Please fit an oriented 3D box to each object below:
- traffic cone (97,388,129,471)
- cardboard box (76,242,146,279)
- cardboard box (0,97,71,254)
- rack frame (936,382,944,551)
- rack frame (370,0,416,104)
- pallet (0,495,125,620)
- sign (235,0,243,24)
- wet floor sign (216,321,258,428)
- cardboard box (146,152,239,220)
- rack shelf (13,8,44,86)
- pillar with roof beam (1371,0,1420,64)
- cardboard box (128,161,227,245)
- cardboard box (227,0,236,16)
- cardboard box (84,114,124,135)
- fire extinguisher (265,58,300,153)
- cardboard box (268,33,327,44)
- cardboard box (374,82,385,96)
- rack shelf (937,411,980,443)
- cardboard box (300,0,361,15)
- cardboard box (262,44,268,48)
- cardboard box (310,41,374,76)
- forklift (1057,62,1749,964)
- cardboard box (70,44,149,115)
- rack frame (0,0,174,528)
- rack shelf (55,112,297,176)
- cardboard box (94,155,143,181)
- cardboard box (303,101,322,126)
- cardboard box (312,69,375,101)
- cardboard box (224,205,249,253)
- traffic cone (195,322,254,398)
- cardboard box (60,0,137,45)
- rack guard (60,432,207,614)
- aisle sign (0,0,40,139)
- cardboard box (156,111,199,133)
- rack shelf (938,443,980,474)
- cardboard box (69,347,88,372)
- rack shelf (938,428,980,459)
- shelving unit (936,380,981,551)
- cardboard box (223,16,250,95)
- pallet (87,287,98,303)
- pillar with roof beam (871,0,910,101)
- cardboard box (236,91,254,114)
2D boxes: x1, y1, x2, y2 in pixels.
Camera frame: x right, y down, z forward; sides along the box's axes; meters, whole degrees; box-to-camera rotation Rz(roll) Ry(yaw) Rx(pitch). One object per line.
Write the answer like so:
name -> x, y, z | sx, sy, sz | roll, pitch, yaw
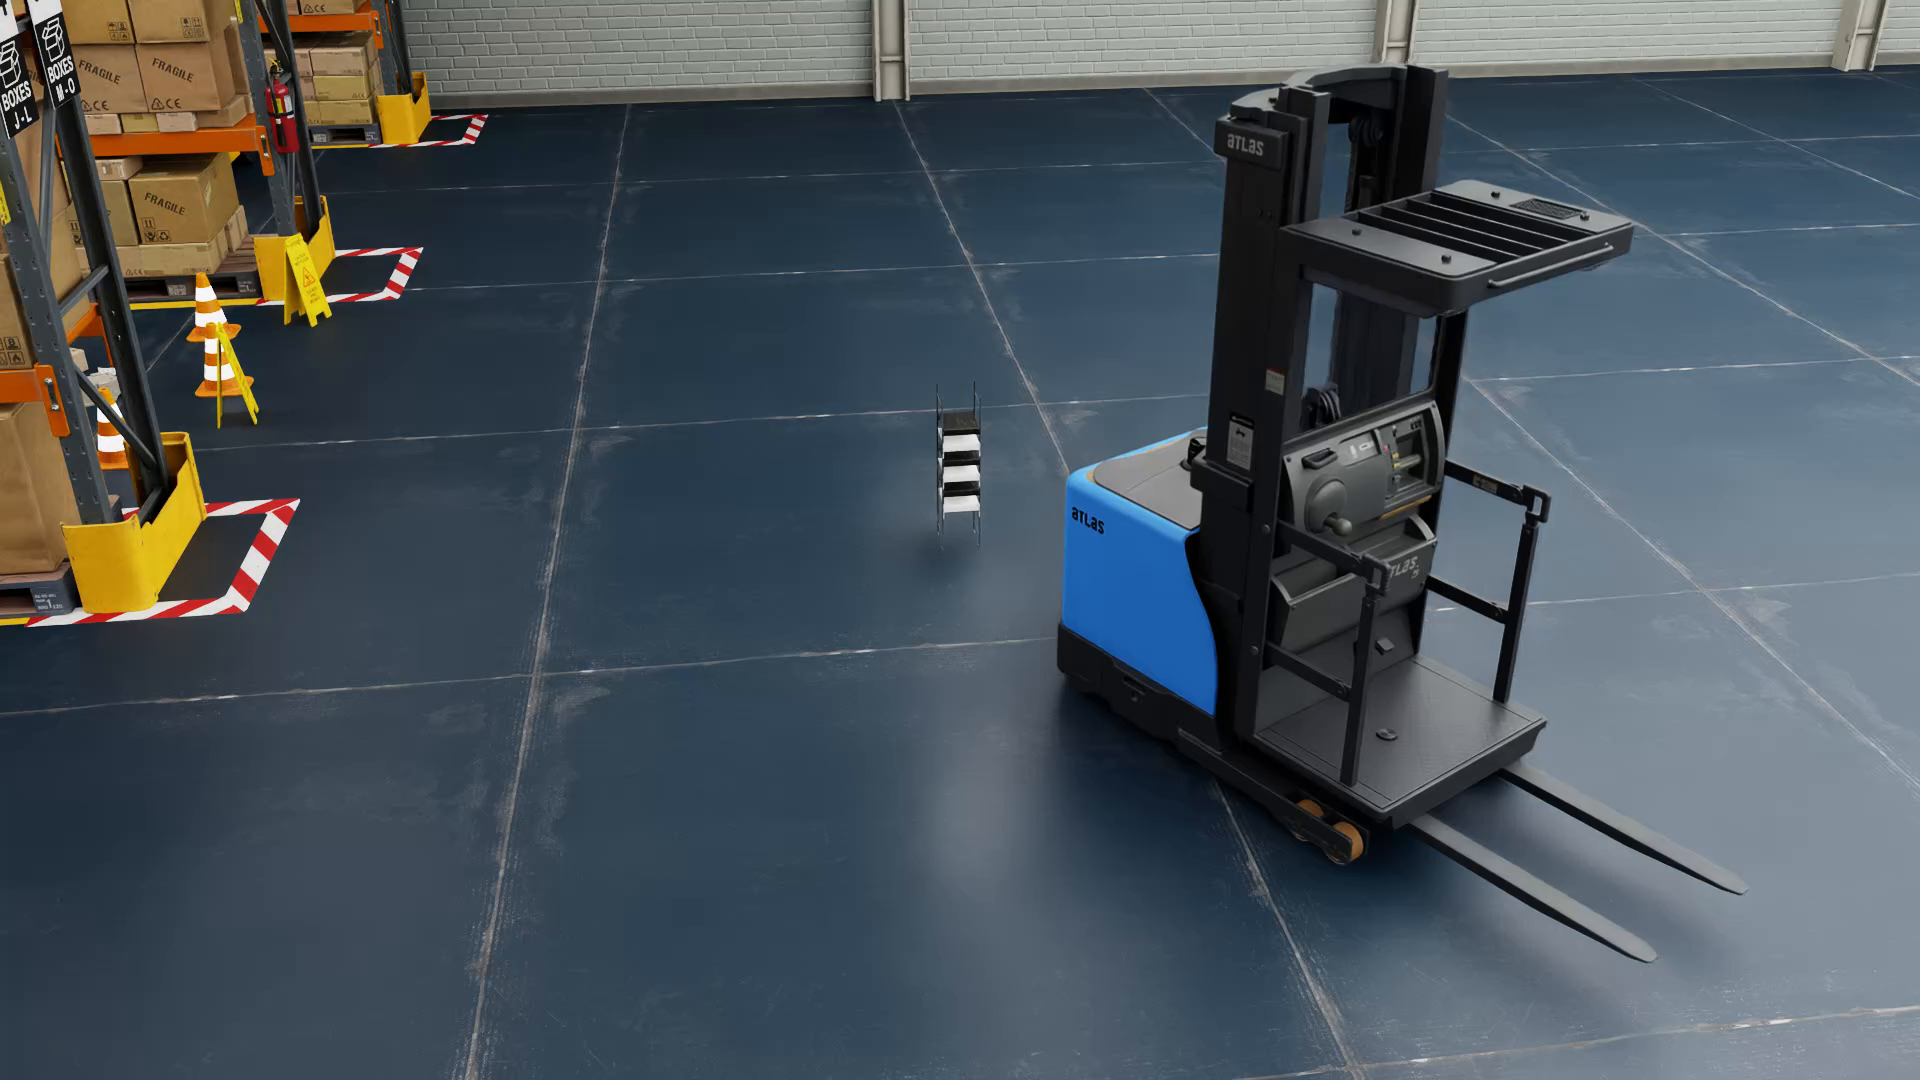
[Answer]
traffic cone -> -5.156, -0.704, 10.114 | 0.334, 0.463, 0.336 | -4, 27, -7
cardboard box -> -6.499, -2.216, 12.836 | 0.500, 0.250, 0.500 | -4, 27, -7
cardboard box -> -4.805, -1.765, 8.057 | 0.550, 0.550, 0.875 | -4, 27, -7
rack frame -> -0.109, -0.393, 9.031 | 0.006, 0.900, 0.240 | -4, 27, -7
rack frame -> -5.917, -5.699, 17.071 | 0.127, 3.000, 1.000 | -4, 27, -7
pallet -> -5.213, 0.103, 8.818 | 1.213, 0.211, 1.003 | -4, 27, -7
sign -> -5.164, -3.859, 11.871 | 0.005, 0.325, 0.100 | -4, 27, -7
wet floor sign -> -4.679, -1.074, 10.635 | 0.232, 0.644, 0.267 | -8, 28, -16
cardboard box -> -6.083, -2.824, 13.199 | 0.500, 0.500, 0.500 | -5, 28, -9
rack shelf -> -6.413, -2.111, 7.581 | 4.000, 0.370, 1.077 | -4, 27, -7
pillar with roof beam -> 5.751, -7.548, 14.104 | 0.400, 9.000, 9.100 | -4, 27, -7
cardboard box -> -5.979, -2.584, 12.730 | 0.500, 0.500, 0.500 | -4, 27, -7
cardboard box -> -7.390, -5.532, 16.636 | 0.500, 0.500, 0.500 | -4, 27, -8
cardboard box -> -6.305, -3.120, 12.320 | 0.250, 0.149, 0.380 | -3, 27, -6
fire extinguisher -> -5.044, -3.220, 12.324 | 0.183, 0.674, 0.296 | -4, 27, -7
cardboard box -> -6.914, -5.129, 17.417 | 0.500, 0.250, 0.500 | -4, 27, -7
cardboard box -> -6.431, -4.720, 17.714 | 0.500, 0.250, 0.500 | -4, 27, -7
rack shelf -> -0.008, -0.610, 8.936 | 0.200, 0.077, 0.258 | -4, 27, -7
cardboard box -> -6.368, -5.594, 16.756 | 0.500, 0.500, 0.500 | -4, 27, -8
cardboard box -> -7.333, -4.865, 16.903 | 0.500, 0.250, 0.500 | -3, 27, -6
cardboard box -> -6.330, -4.937, 17.043 | 0.500, 0.250, 0.500 | -3, 27, -5
forklift -> 1.762, -0.254, 6.535 | 1.130, 2.935, 3.031 | -20, 33, -33
cardboard box -> -6.217, -3.443, 12.240 | 0.500, 0.500, 0.500 | -4, 27, -7
rack frame -> -4.432, -1.224, 8.350 | 0.127, 3.000, 1.000 | -4, 27, -7
rack shelf -> -7.202, -3.008, 12.615 | 4.000, 0.370, 1.077 | -4, 27, -7
cardboard box -> -6.333, -2.819, 12.477 | 0.250, 0.149, 0.380 | -3, 27, -6
cardboard box -> -6.832, -4.462, 17.213 | 0.500, 0.250, 0.500 | -4, 27, -7
cardboard box -> -6.356, -4.713, 17.153 | 0.500, 0.250, 0.500 | -4, 27, -8
cardboard box -> -6.059, -2.493, 13.374 | 0.500, 0.250, 0.500 | -4, 27, -8
traffic cone -> -4.977, -1.236, 11.152 | 0.334, 0.463, 0.336 | -4, 27, -7
cardboard box -> -6.199, -3.917, 12.068 | 0.500, 0.500, 0.700 | -3, 27, -7
rack guard -> -4.408, -0.113, 8.923 | 0.348, 0.500, 1.175 | -4, 27, -7
aisle sign -> -4.320, -2.250, 7.501 | 0.004, 0.787, 0.394 | -4, 27, -7
cardboard box -> -5.798, -3.157, 12.392 | 0.250, 0.149, 0.380 | -4, 27, -8
rack shelf -> -0.008, -0.450, 9.018 | 0.200, 0.077, 0.258 | -4, 27, -7
cardboard box -> -6.238, -1.190, 11.407 | 0.250, 0.149, 0.380 | 10, 29, 19
rack shelf -> -0.008, -0.530, 8.977 | 0.200, 0.077, 0.258 | -4, 27, -7
shelving unit -> -0.008, -0.400, 9.044 | 0.210, 0.900, 0.258 | -4, 27, -7
cardboard box -> -5.730, -3.727, 12.793 | 0.500, 0.500, 0.500 | -4, 27, -8
pallet -> -7.312, -2.098, 13.108 | 1.213, 0.211, 1.003 | -4, 27, -7
pillar with roof beam -> -0.191, -7.167, 13.360 | 0.400, 9.000, 9.100 | -4, 27, -7
cardboard box -> -5.587, -3.416, 12.896 | 0.250, 0.149, 0.380 | -4, 27, -7
